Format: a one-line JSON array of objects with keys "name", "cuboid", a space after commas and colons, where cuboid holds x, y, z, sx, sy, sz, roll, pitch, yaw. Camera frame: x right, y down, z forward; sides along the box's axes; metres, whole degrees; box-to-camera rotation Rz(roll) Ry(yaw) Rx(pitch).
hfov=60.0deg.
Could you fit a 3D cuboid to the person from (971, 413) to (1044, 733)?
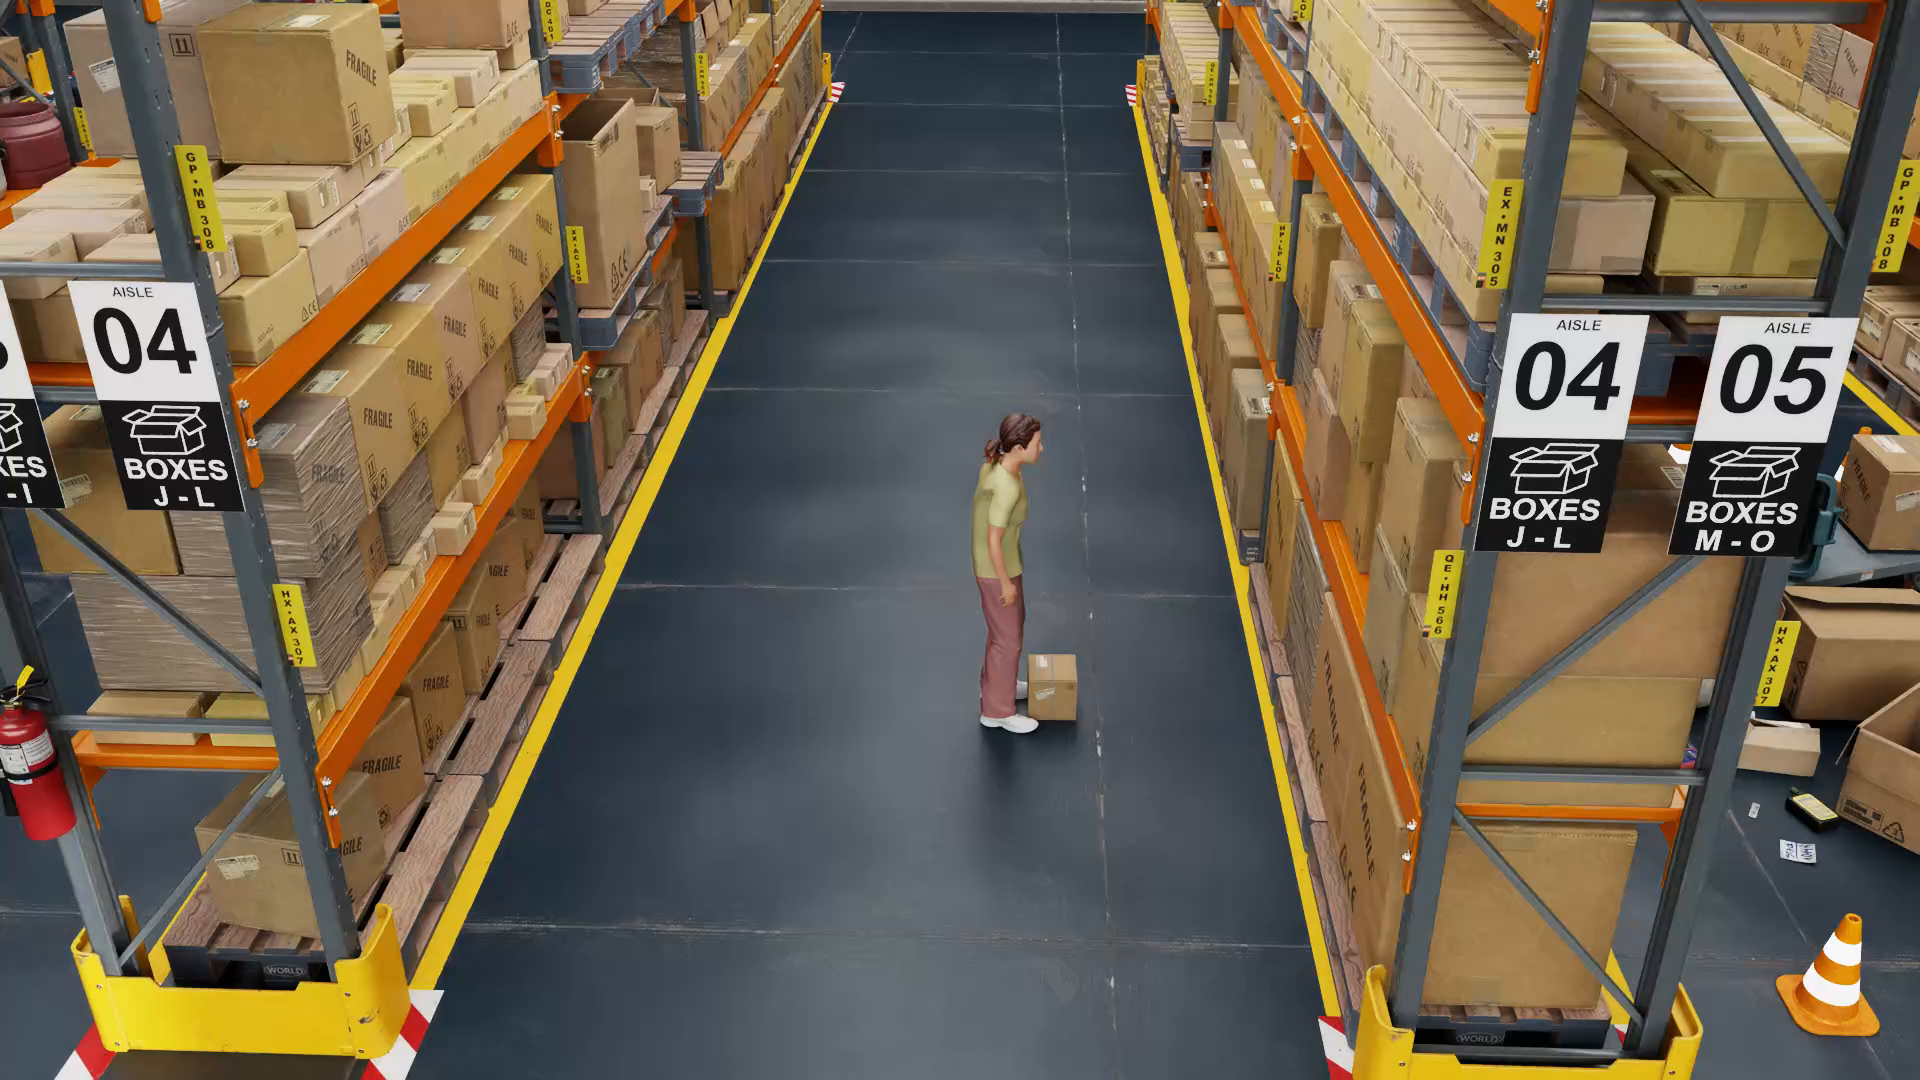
[{"name": "person", "cuboid": [0.234, 0.141, 8.359, 0.354, 1.673, 0.501, 1, 28, 1]}]
